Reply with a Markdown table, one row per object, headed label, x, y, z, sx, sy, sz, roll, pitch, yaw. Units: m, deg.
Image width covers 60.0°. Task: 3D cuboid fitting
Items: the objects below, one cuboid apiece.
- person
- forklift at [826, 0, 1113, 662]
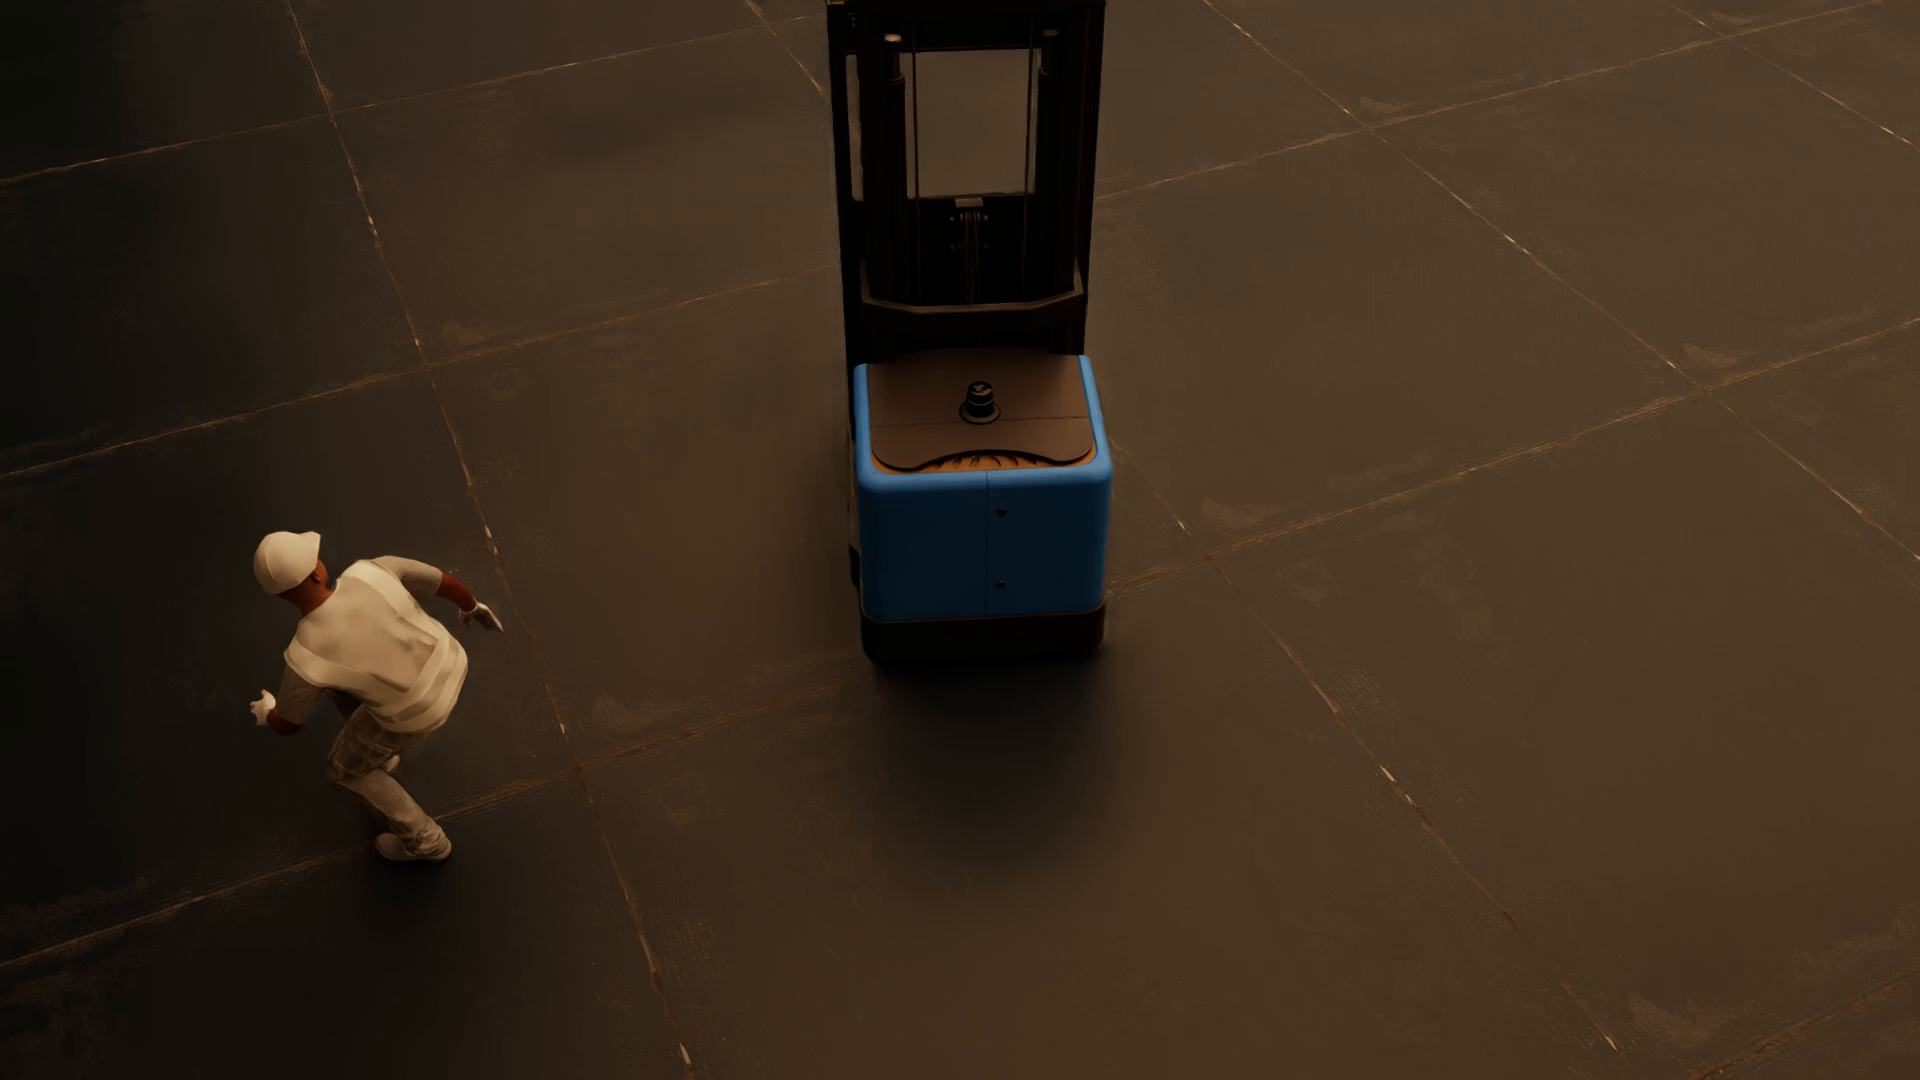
| label | x | y | z | sx | sy | sz | roll | pitch | yaw |
| --- | --- | --- | --- | --- | --- | --- | --- | --- | --- |
| person | -2.216 | 0.493 | 6.184 | 0.781 | 1.557 | 0.802 | 11 | 44 | 11 |
| forklift | 0.005 | -1.544 | 7.335 | 1.130 | 2.935 | 3.031 | -3 | 43 | -3 |
